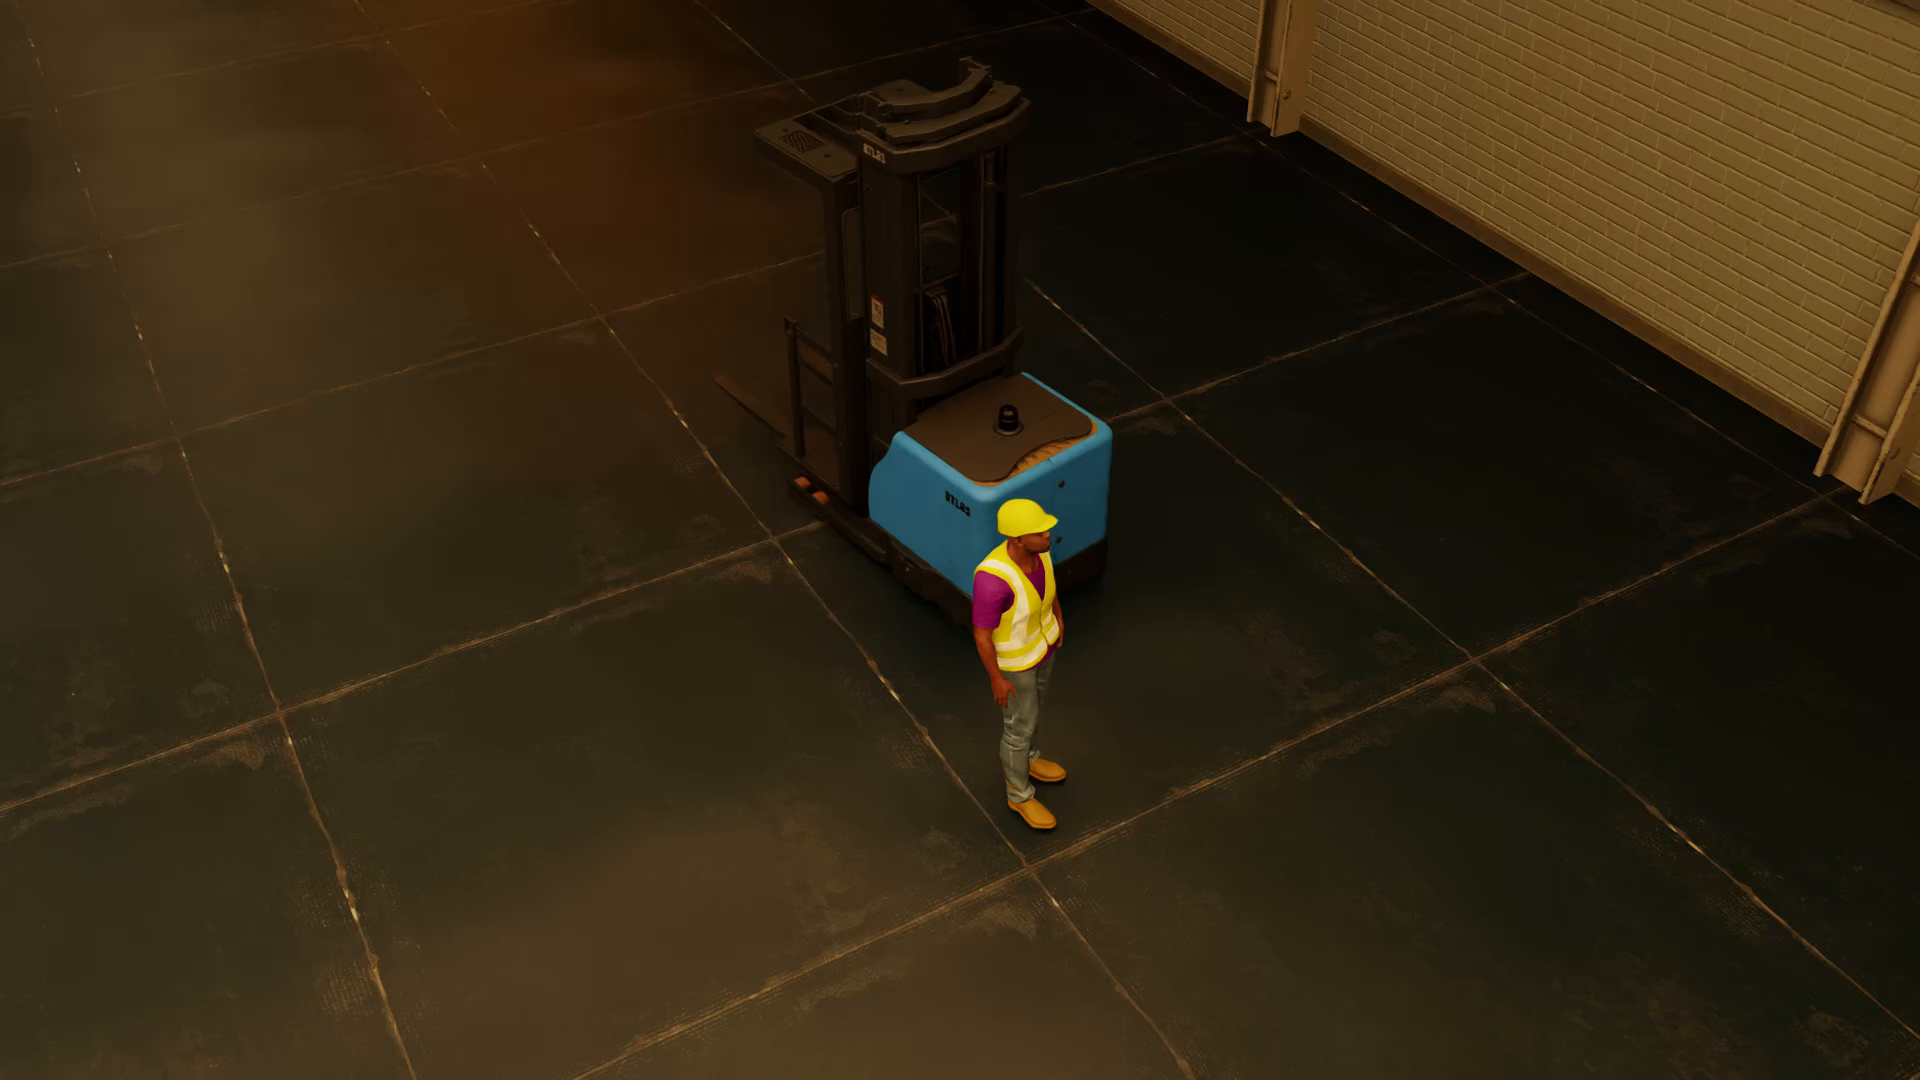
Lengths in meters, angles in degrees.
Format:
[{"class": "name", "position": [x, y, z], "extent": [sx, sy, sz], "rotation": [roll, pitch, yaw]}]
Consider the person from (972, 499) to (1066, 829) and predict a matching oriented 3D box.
[{"class": "person", "position": [0.378, 0.566, 8.255], "extent": [0.575, 1.766, 0.667], "rotation": [21, 44, 23]}]

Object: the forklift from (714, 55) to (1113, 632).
[{"class": "forklift", "position": [-0.448, -1.457, 9.793], "extent": [1.130, 2.935, 3.031], "rotation": [-28, 47, -30]}]
